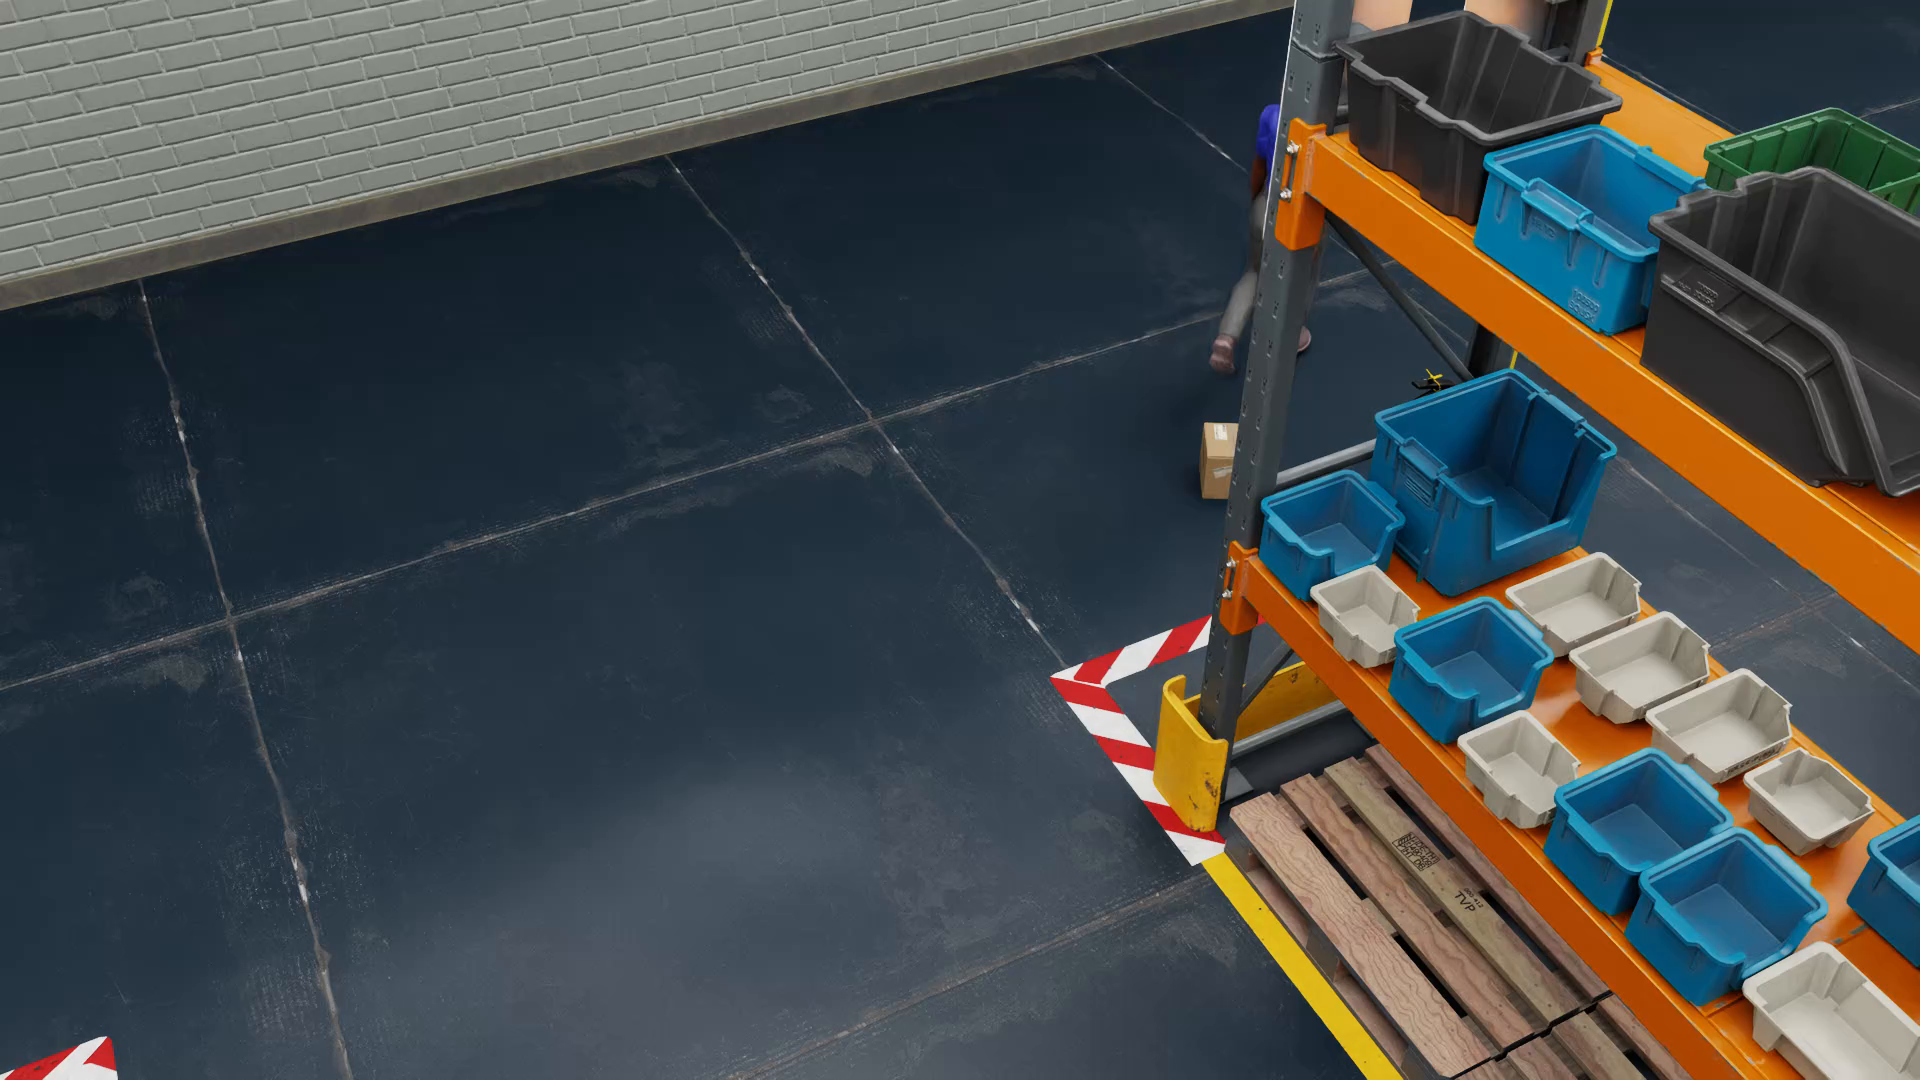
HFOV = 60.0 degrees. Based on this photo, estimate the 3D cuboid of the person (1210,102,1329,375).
[{"bbox_3d":[1.520,-1.490,7.816,0.449,1.630,0.722,24,47,24],"label":"person"}]
